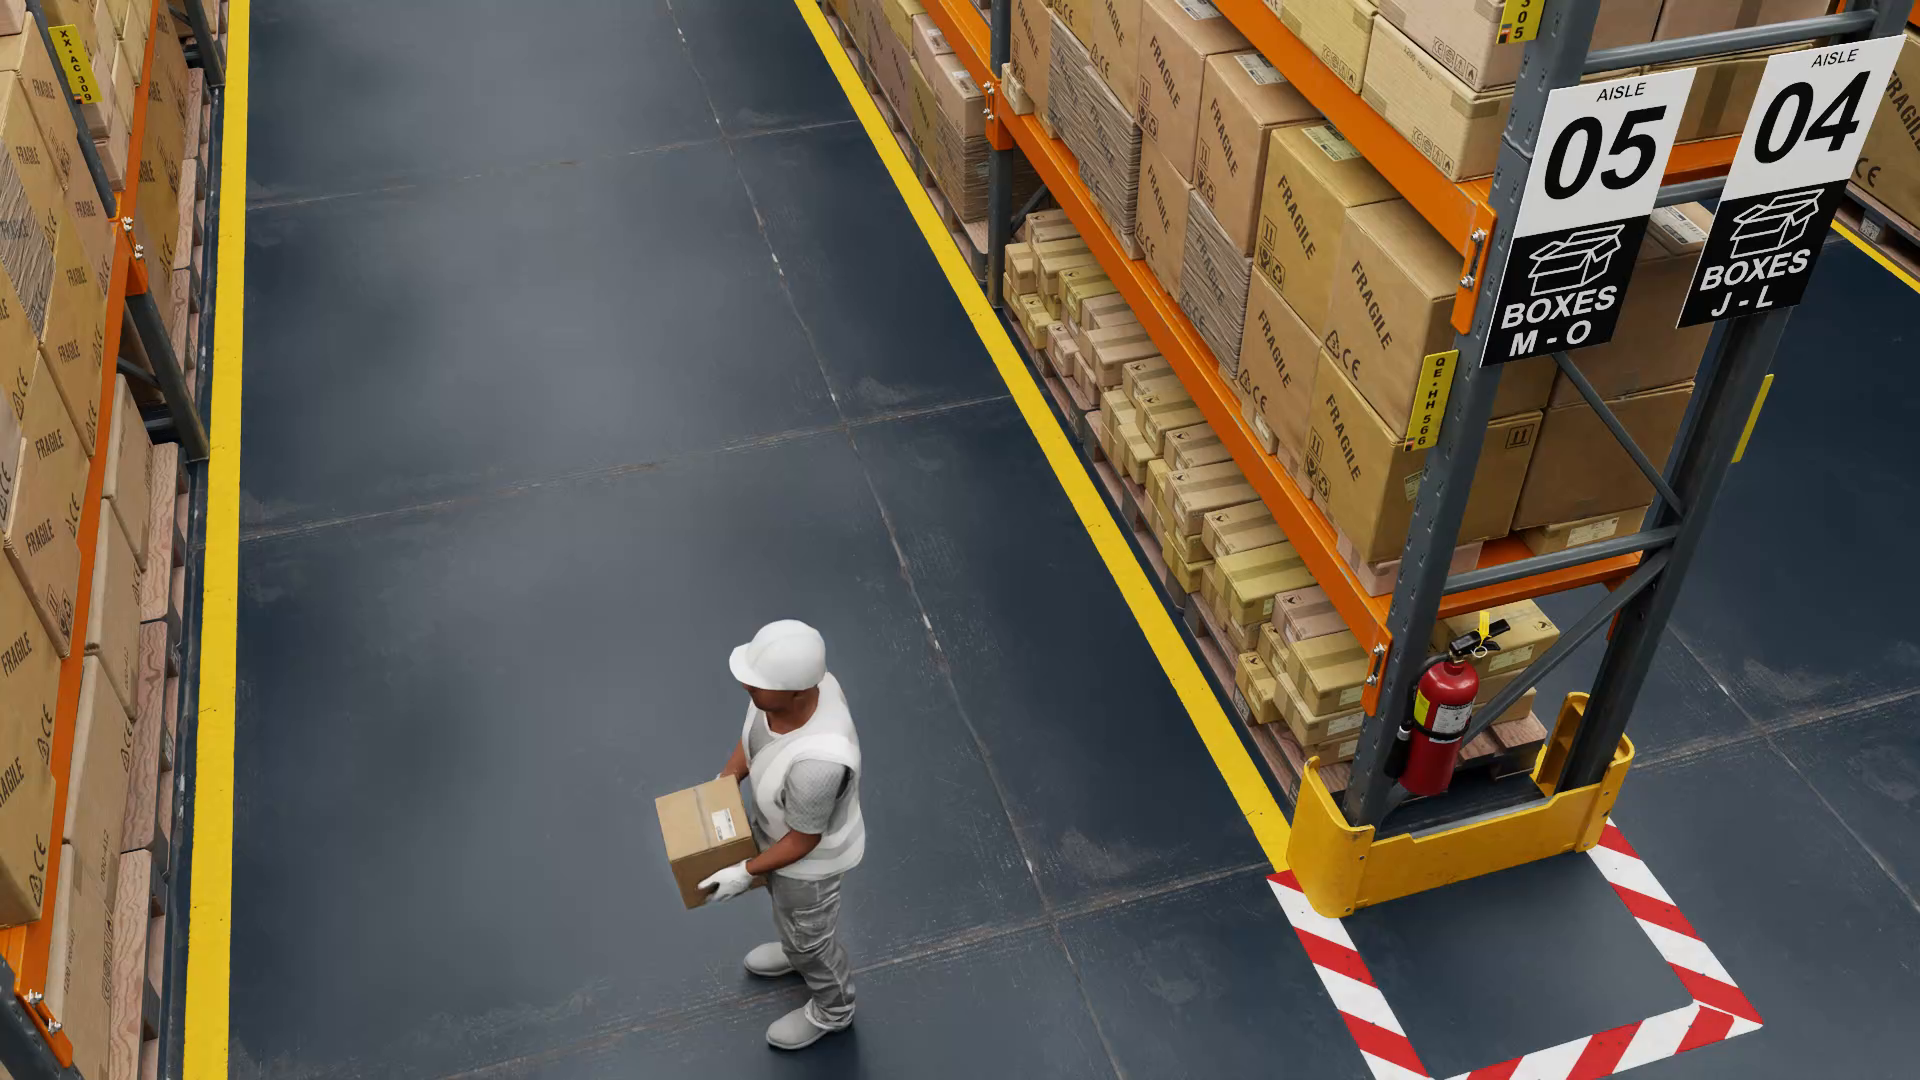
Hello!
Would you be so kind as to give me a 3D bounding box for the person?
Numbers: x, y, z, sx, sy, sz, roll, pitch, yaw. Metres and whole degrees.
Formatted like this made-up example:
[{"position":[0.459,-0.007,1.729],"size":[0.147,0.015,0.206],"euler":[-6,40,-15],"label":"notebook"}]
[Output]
[{"position":[-0.566,0.921,5.113],"size":[0.531,1.789,0.537],"euler":[-12,43,-13],"label":"person"}]
